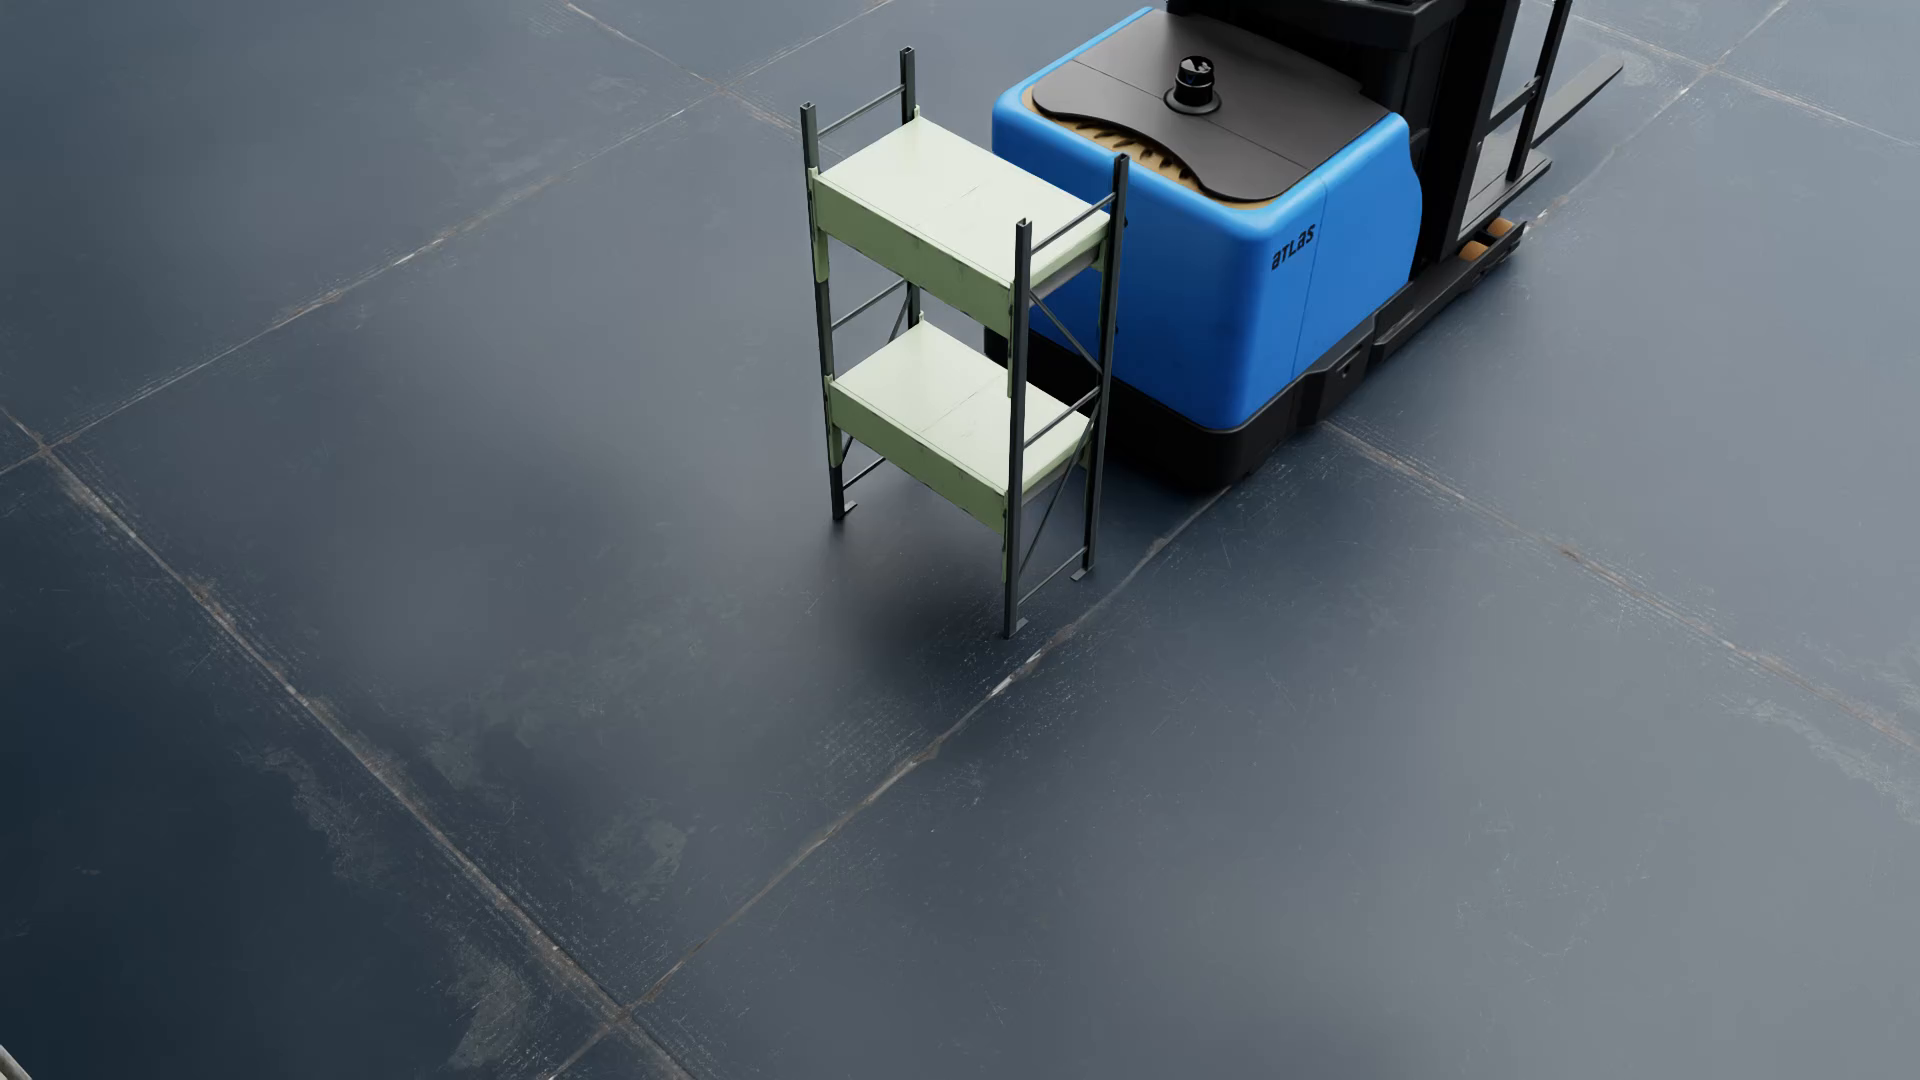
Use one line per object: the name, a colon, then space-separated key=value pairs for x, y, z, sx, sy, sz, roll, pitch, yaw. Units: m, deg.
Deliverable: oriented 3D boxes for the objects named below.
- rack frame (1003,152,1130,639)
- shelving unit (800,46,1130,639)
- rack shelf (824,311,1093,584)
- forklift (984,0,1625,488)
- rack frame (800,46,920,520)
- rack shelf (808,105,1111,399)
rack frame: x=0.274 y=-0.329 z=4.530 sx=0.023 sy=1.500 sz=0.400 roll=34 pitch=55 yaw=28
shelving unit: x=0.005 y=-0.510 z=4.700 sx=0.755 sy=1.500 sz=0.431 roll=34 pitch=55 yaw=28
rack shelf: x=0.005 y=-0.287 z=4.938 sx=0.720 sy=0.370 sz=0.431 roll=34 pitch=55 yaw=28
forklift: x=1.447 y=-2.160 z=5.267 sx=1.130 sy=2.935 sz=3.031 roll=34 pitch=55 yaw=27
rack frame: x=-0.264 y=-0.691 z=4.870 sx=0.023 sy=1.500 sz=0.400 roll=34 pitch=55 yaw=28
rack shelf: x=0.005 y=-0.777 z=4.416 sx=0.720 sy=0.370 sz=0.431 roll=34 pitch=55 yaw=28
